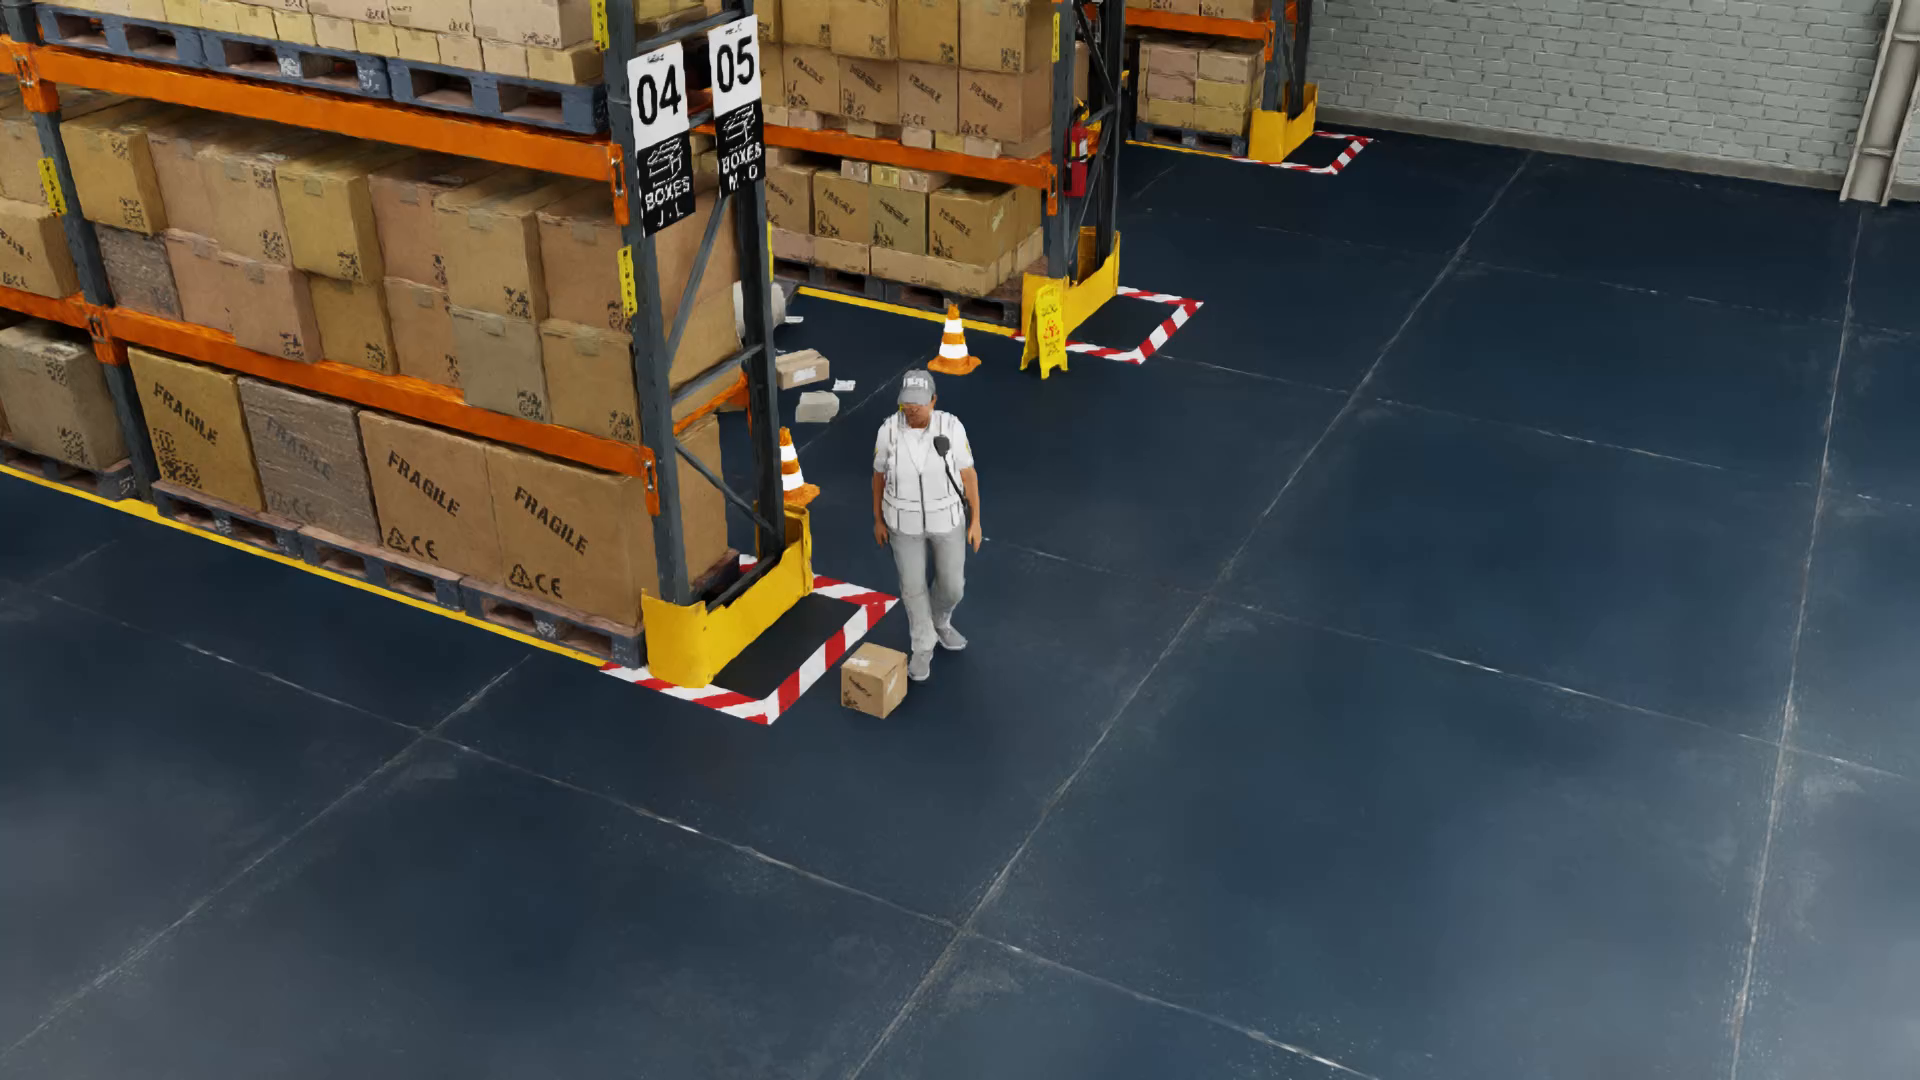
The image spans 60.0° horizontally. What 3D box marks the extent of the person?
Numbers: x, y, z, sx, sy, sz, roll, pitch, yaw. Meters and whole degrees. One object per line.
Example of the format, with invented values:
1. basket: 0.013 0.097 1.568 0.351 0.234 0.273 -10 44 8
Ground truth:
1. person: -0.164 -0.101 8.430 0.554 1.667 0.487 0 30 1
